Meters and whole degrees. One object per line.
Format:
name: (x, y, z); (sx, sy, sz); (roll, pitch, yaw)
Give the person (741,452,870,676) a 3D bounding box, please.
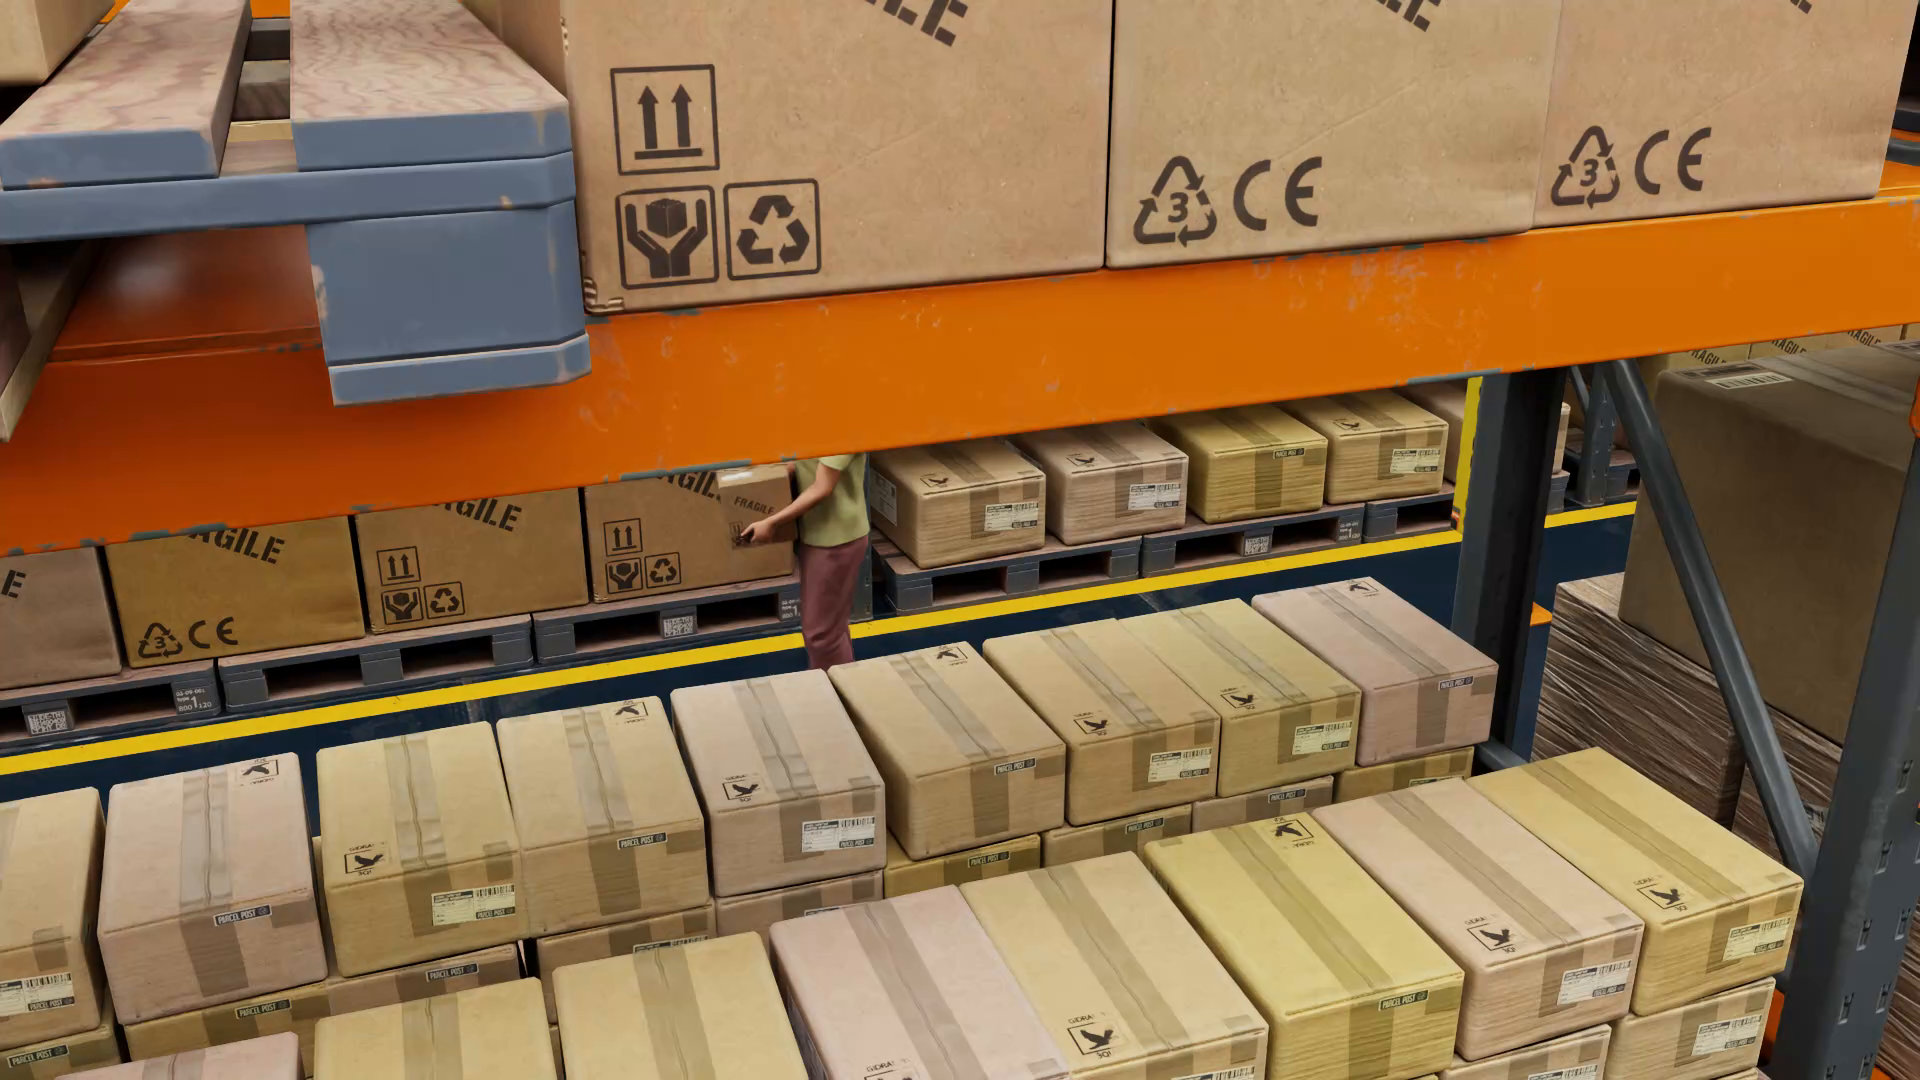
person: (-0.536, -0.004, 6.107); (0.546, 1.671, 0.435); (-4, 23, -10)
